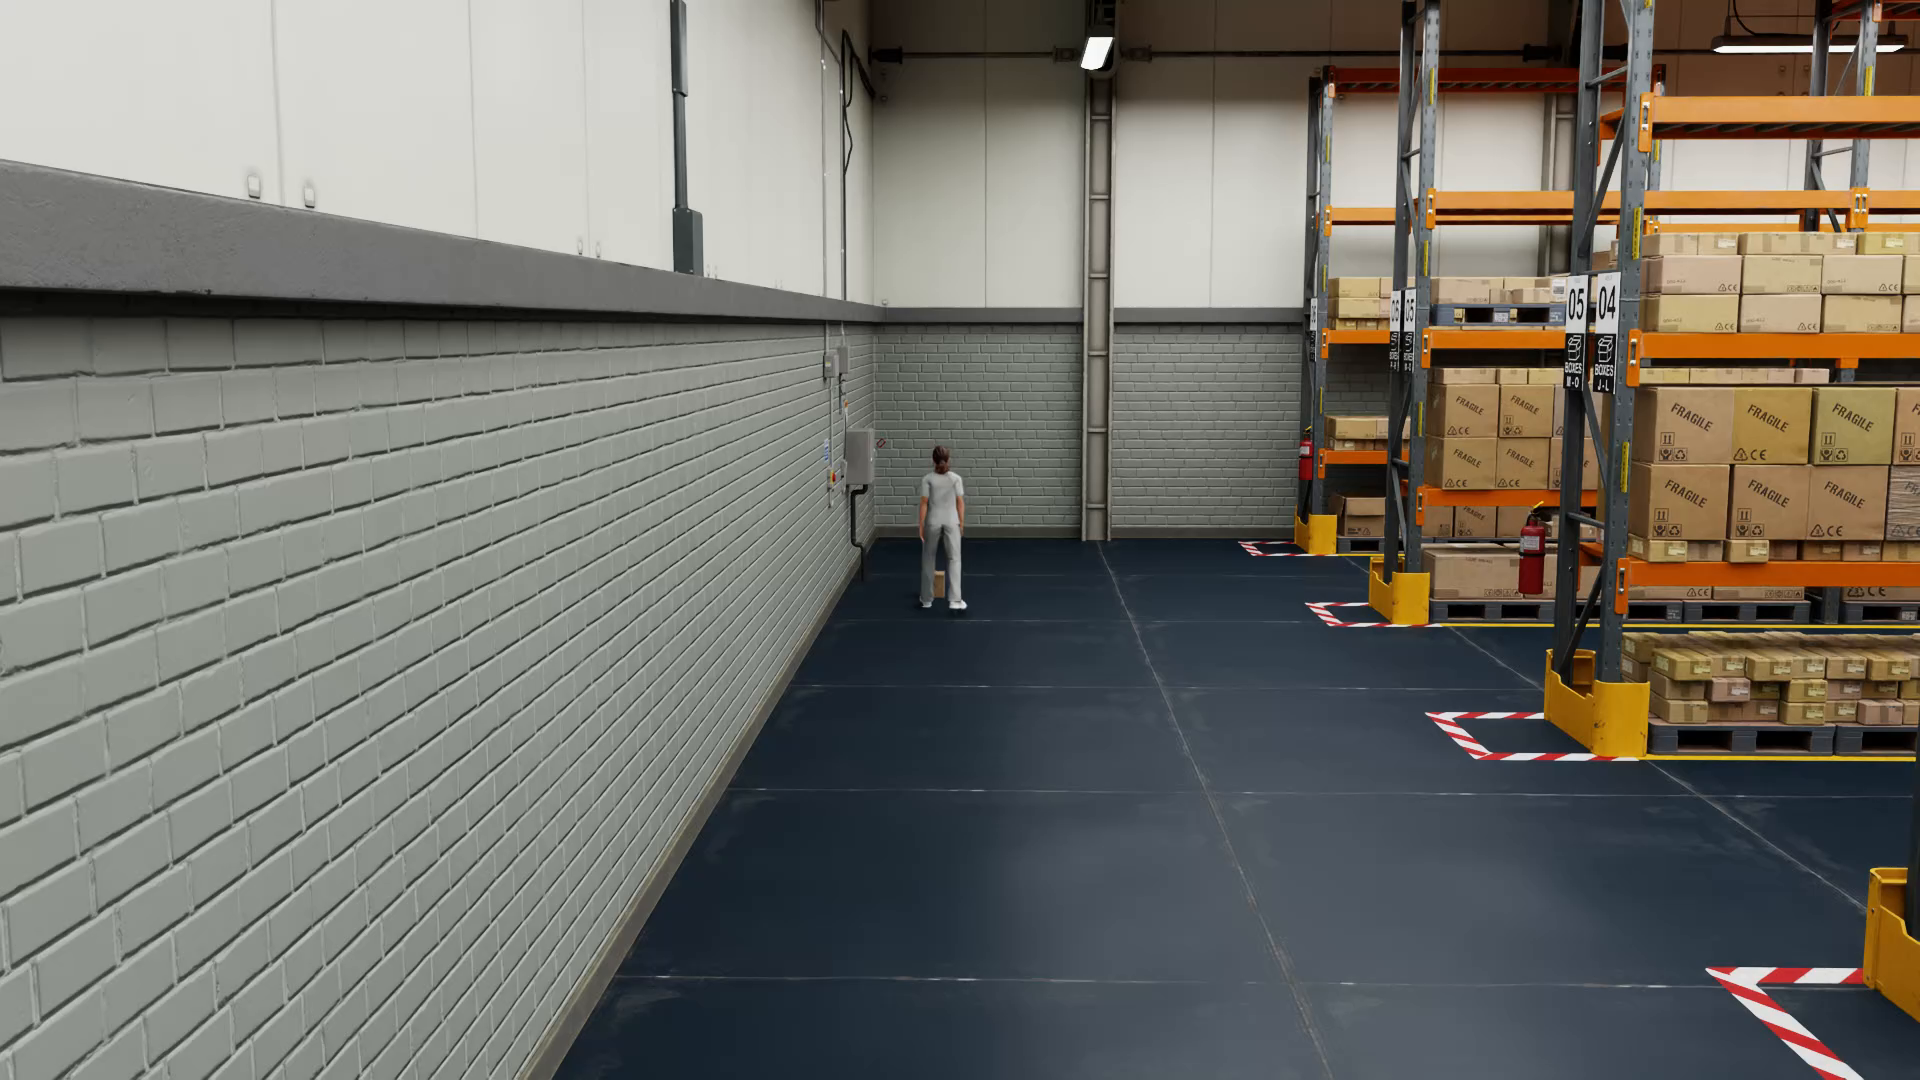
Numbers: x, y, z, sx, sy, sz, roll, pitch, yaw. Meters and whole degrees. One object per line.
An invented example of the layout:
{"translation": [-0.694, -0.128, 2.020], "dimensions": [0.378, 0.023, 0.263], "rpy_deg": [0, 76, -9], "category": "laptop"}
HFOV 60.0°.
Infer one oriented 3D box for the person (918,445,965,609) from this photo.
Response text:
{"translation": [-0.189, -0.129, 16.774], "dimensions": [0.469, 1.666, 0.747], "rpy_deg": [0, 7, -4], "category": "person"}
